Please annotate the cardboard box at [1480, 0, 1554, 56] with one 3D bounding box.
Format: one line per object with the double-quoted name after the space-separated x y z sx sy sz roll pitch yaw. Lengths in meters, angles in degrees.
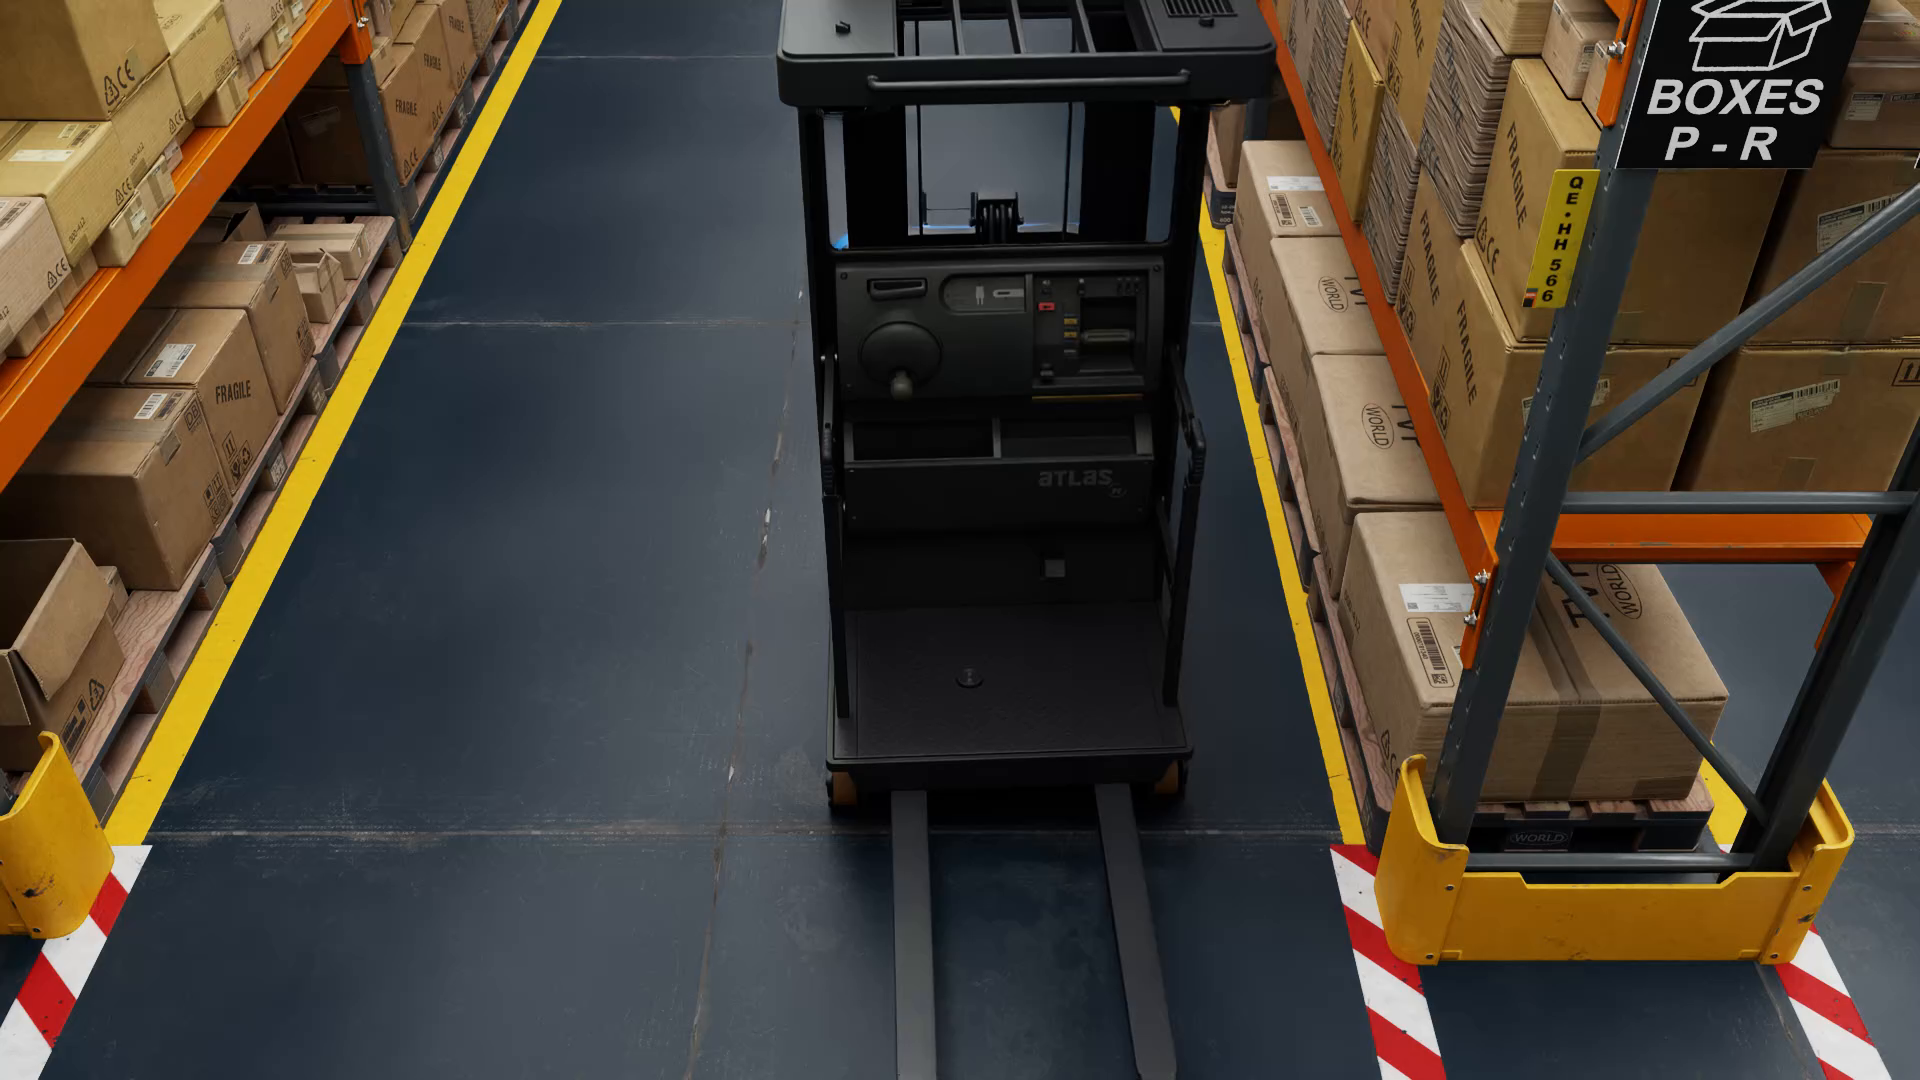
1.510 -1.309 4.087 0.380 0.149 0.250 0 39 0 "cardboard box"

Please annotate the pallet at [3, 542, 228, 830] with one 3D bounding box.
-3.146 0.465 5.501 1.003 0.211 1.213 0 39 0 "pallet"

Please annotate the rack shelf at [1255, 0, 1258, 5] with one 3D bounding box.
1.812 -3.554 8.862 1.077 0.370 4.000 0 39 0 "rack shelf"

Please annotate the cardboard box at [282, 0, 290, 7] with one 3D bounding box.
-2.905 -2.317 6.625 0.500 0.250 0.500 1 39 1 "cardboard box"

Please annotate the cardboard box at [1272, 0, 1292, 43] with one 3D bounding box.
1.553 -2.329 6.678 0.500 0.500 0.500 1 39 1 "cardboard box"

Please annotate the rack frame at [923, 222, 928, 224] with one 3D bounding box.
-0.032 -0.740 6.333 0.200 1.050 0.008 -2 39 -2 "rack frame"

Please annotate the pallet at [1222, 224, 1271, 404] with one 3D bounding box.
1.737 -1.020 7.354 1.003 0.211 1.213 0 39 0 "pallet"

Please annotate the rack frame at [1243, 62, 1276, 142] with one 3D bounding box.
1.815 -2.584 7.076 1.000 3.000 0.127 0 39 0 "rack frame"

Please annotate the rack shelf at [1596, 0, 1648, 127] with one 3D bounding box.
1.817 -2.223 4.802 1.077 0.370 4.000 0 39 0 "rack shelf"

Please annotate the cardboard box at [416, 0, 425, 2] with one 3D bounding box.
-2.950 -2.906 8.621 0.380 0.149 0.250 0 39 0 "cardboard box"

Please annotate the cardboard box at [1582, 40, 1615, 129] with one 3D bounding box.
1.619 -0.989 3.688 0.380 0.149 0.250 0 39 1 "cardboard box"

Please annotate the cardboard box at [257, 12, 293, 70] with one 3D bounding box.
-2.850 -1.956 6.493 0.380 0.149 0.250 1 39 1 "cardboard box"

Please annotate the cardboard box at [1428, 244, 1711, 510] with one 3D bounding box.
1.554 -0.423 4.299 0.500 0.500 0.500 0 39 0 "cardboard box"

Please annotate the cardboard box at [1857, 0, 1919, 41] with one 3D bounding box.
2.024 -1.151 3.889 0.380 0.149 0.250 1 39 1 "cardboard box"

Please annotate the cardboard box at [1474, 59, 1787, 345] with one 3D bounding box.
1.581 -0.813 3.987 0.500 0.500 0.500 1 39 1 "cardboard box"

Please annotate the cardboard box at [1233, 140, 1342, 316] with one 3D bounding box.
1.708 -1.355 7.256 0.875 0.438 0.875 -1 39 -1 "cardboard box"

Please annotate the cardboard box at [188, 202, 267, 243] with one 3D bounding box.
-3.385 -1.280 7.262 0.500 0.311 0.500 1 39 2 "cardboard box"

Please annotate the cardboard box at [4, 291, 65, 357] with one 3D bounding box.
-2.891 -0.666 4.883 0.380 0.149 0.250 1 39 1 "cardboard box"

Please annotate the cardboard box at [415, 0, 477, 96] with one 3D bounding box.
-2.931 -2.714 8.902 0.500 0.500 0.500 -1 39 -1 "cardboard box"

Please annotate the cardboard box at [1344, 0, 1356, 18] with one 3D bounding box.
1.557 -2.079 5.566 0.500 0.500 0.500 1 39 1 "cardboard box"

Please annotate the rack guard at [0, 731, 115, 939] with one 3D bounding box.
-3.145 0.851 4.788 1.175 0.500 0.348 0 39 0 "rack guard"

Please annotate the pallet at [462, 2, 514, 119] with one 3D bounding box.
-3.192 -2.763 9.530 1.003 0.211 1.213 0 39 0 "pallet"

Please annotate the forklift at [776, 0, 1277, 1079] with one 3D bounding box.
0.128 -0.523 4.559 1.130 2.935 3.031 -2 39 -2 "forklift"

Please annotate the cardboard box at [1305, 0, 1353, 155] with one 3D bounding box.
1.544 -1.704 5.897 0.500 0.500 0.500 0 39 0 "cardboard box"

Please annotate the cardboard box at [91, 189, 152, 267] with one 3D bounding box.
-2.822 -0.990 5.288 0.380 0.149 0.250 -1 39 -1 "cardboard box"

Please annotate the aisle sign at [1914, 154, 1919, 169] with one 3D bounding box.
2.109 -1.052 3.086 0.394 0.787 0.004 0 39 0 "aisle sign"

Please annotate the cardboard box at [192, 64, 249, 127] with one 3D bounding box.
-2.848 -1.632 6.089 0.380 0.149 0.250 -1 39 -1 "cardboard box"

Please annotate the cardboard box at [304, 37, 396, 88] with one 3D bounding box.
-2.883 -2.244 7.796 0.380 0.149 0.250 2 39 2 "cardboard box"

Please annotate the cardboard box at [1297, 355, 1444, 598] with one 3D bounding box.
1.709 -0.232 5.854 0.875 0.438 0.875 1 39 1 "cardboard box"

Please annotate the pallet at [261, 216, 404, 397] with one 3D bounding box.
-3.149 -1.060 7.405 1.003 0.211 1.213 0 39 0 "pallet"

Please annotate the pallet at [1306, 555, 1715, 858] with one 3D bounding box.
1.740 0.506 5.450 1.003 0.211 1.213 0 39 0 "pallet"

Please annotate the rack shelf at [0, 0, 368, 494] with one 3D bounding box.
-3.147 -1.047 5.733 1.077 0.370 4.000 0 39 0 "rack shelf"

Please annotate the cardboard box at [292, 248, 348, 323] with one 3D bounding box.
-2.854 -1.104 7.079 0.396 0.266 0.258 1 39 2 "cardboard box"

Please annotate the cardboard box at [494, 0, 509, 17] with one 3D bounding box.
-2.945 -3.364 9.712 0.500 0.500 0.500 2 39 2 "cardboard box"

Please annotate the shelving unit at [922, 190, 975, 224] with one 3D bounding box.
-0.038 -0.816 6.428 0.215 1.050 0.252 -2 39 -2 "shelving unit"

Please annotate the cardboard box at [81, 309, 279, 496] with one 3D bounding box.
-2.913 -0.513 6.155 0.500 0.500 0.500 1 39 1 "cardboard box"

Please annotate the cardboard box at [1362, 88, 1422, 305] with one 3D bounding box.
1.558 -1.059 5.092 0.500 0.500 0.500 1 39 1 "cardboard box"

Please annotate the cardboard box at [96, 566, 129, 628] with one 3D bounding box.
-3.012 0.224 5.516 0.380 0.149 0.250 -1 39 -2 "cardboard box"

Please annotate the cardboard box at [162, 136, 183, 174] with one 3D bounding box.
-2.912 -1.316 5.694 0.380 0.149 0.250 0 39 0 "cardboard box"

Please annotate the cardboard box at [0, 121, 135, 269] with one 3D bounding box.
-2.880 -1.051 5.044 0.500 0.250 0.500 -1 39 -1 "cardboard box"

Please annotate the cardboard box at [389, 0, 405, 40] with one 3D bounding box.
-2.973 -2.578 8.213 0.380 0.149 0.250 -2 39 -2 "cardboard box"

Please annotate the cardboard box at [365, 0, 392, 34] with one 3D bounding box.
-2.932 -2.523 7.906 0.380 0.149 0.250 -2 39 -2 "cardboard box"

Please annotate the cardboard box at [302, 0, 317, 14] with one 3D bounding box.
-2.896 -2.281 6.898 0.380 0.149 0.250 0 39 1 "cardboard box"

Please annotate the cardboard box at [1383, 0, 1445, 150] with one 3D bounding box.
1.553 -1.449 4.780 0.500 0.500 0.500 0 39 0 "cardboard box"

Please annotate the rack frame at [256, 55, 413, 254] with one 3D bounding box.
-3.149 -2.578 7.069 1.000 3.000 0.127 0 39 0 "rack frame"

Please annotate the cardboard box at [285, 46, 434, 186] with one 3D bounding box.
-2.925 -2.069 8.097 0.500 0.500 0.500 2 39 2 "cardboard box"

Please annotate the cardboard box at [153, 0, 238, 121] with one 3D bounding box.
-2.902 -1.692 5.845 0.500 0.250 0.500 0 39 0 "cardboard box"
